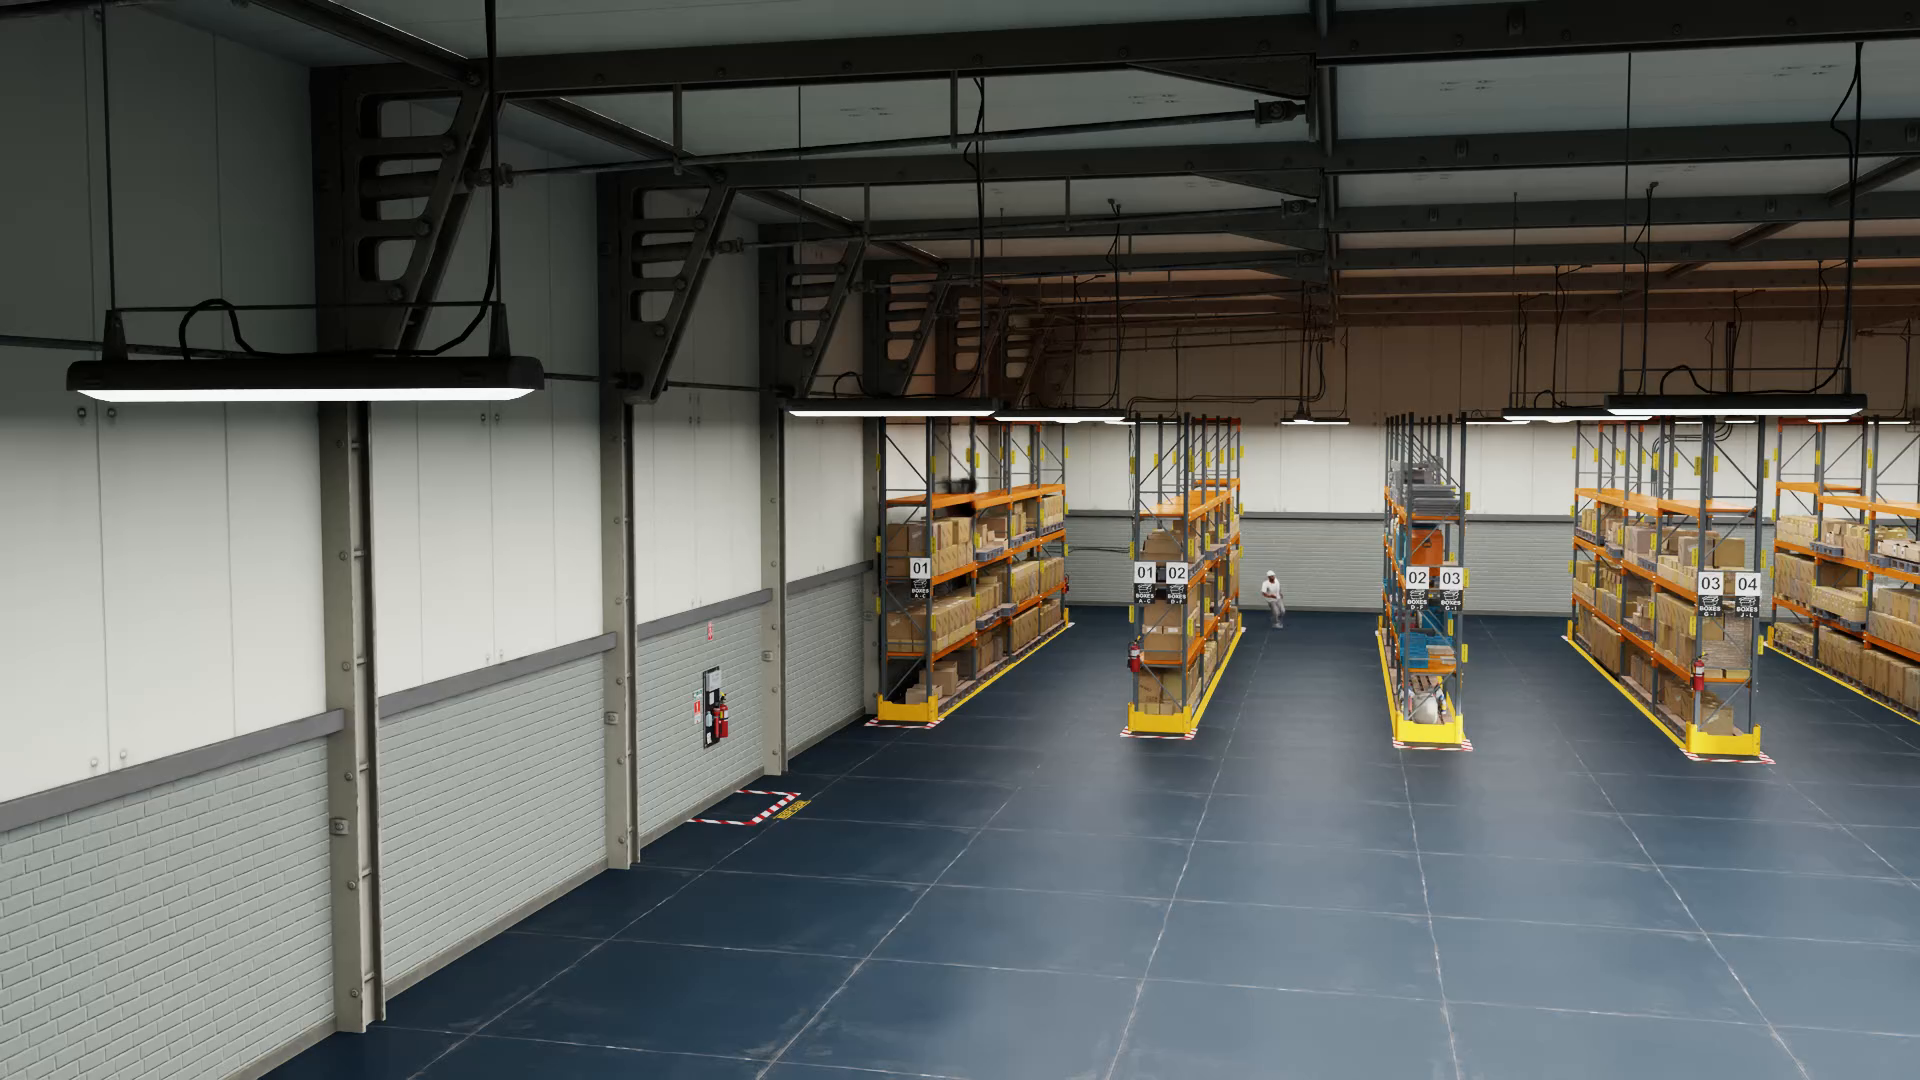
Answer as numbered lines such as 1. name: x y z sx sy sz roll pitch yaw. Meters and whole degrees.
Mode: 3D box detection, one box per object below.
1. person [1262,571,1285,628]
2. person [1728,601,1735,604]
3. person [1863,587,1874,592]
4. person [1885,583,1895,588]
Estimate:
1. person: 8.947 1.694 47.144 0.865 1.667 0.617 -2 4 -30
2. person: 19.654 2.022 42.082 0.596 1.687 0.932 1 4 13
3. person: 24.157 1.804 44.726 0.953 1.824 0.654 0 4 2
4. person: 23.255 1.981 41.592 0.660 1.791 0.976 0 4 2
